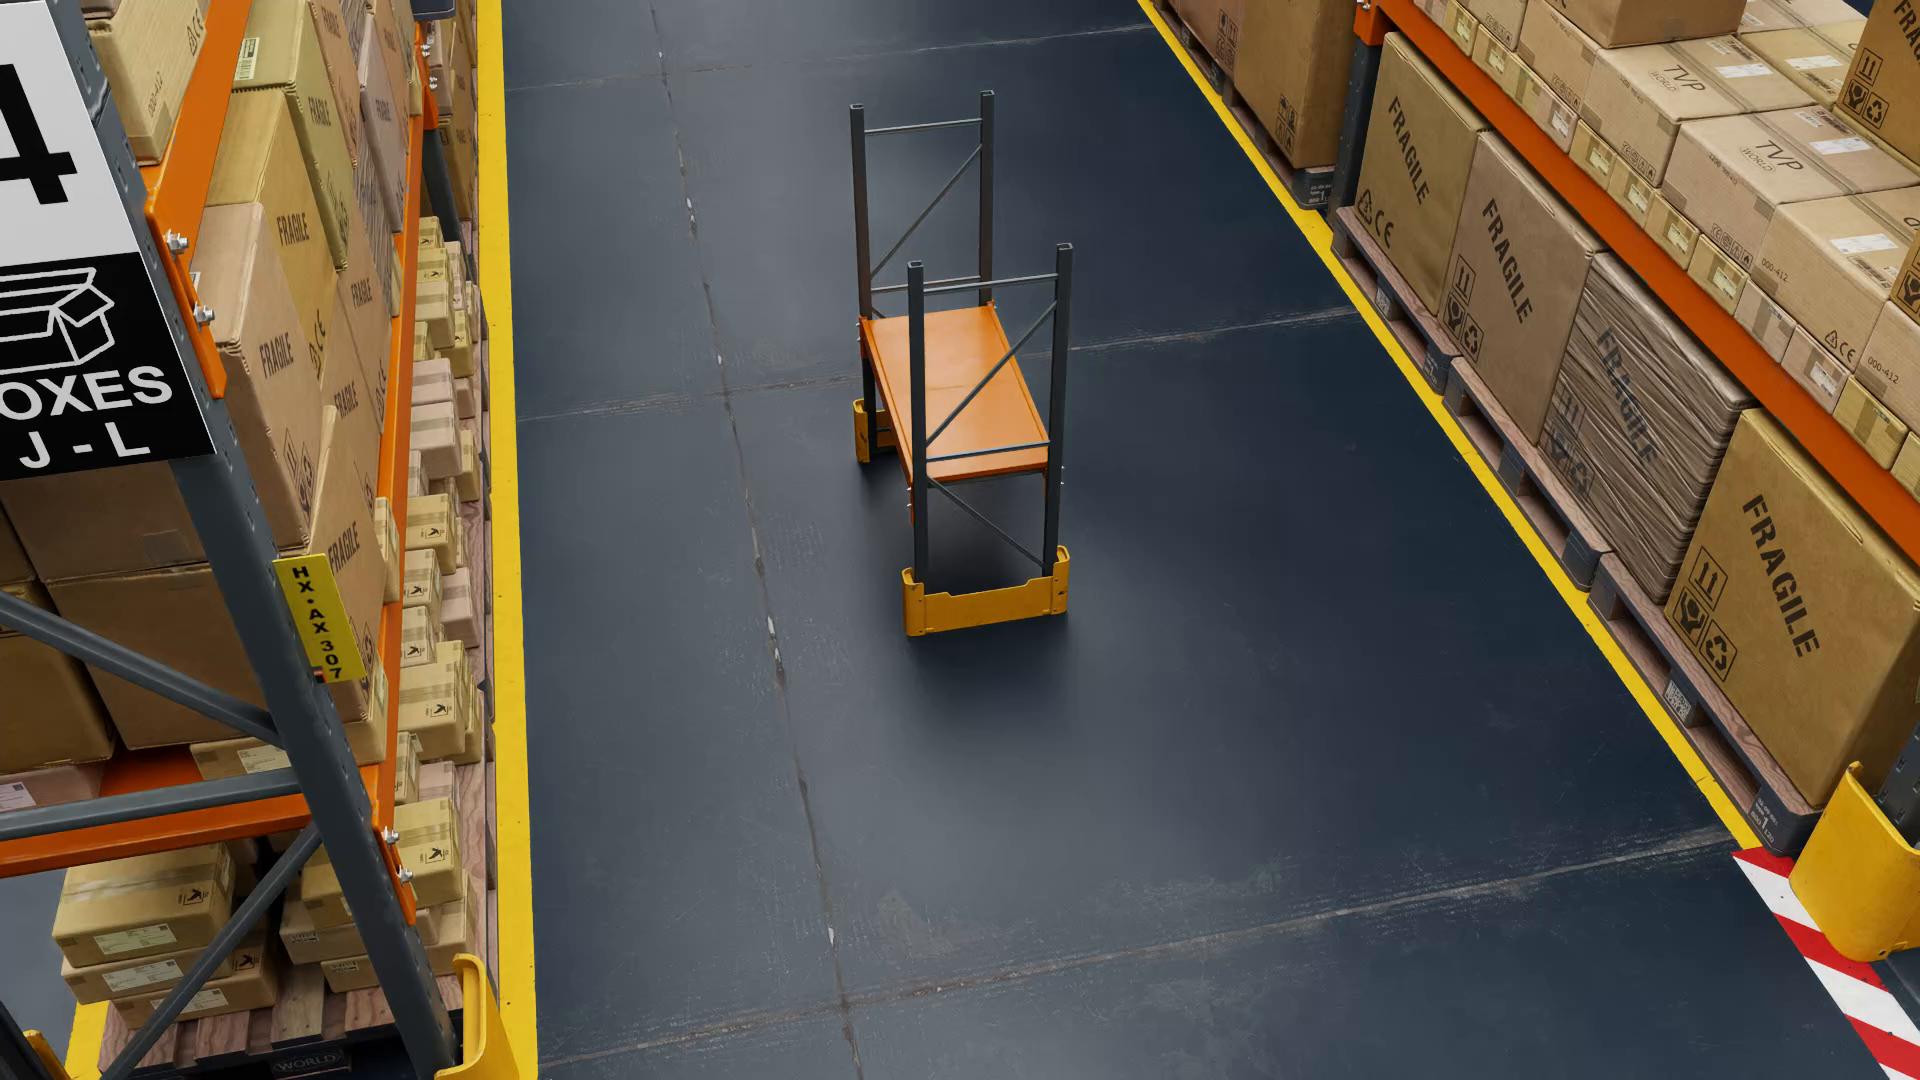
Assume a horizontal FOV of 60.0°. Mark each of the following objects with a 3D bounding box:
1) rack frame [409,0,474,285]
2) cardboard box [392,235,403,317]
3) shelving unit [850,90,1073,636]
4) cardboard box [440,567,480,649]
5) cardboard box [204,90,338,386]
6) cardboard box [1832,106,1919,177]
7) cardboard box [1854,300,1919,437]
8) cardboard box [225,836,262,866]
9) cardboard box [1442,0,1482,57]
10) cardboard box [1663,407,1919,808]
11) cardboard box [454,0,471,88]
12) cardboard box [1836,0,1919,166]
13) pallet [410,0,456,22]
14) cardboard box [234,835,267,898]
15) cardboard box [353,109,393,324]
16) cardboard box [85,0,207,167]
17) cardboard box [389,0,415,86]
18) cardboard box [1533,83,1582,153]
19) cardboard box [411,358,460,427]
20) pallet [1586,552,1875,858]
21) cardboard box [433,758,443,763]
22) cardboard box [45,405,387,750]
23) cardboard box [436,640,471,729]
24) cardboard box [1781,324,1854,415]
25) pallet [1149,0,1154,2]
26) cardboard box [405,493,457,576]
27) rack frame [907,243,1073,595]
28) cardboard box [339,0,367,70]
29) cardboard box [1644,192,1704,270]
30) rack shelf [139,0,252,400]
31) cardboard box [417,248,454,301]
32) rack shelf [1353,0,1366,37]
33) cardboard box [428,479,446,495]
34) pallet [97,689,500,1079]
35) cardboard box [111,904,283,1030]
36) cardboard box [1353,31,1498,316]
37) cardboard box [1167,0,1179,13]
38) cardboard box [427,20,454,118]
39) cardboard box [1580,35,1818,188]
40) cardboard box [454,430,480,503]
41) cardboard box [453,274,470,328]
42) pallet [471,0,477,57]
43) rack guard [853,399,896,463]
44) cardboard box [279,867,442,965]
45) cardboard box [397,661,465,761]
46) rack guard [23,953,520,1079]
[{"bbox_3d":[-2.612,-2.037,6.285,1.000,3.000,0.127,-8,42,-9],"label":"rack frame"},{"bbox_3d":[-1.914,-0.788,5.068,0.380,0.149,0.250,-8,42,-8],"label":"cardboard box"},{"bbox_3d":[-0.016,-0.610,5.808,0.587,1.500,1.083,-8,42,-9],"label":"shelving unit"},{"bbox_3d":[-1.811,0.255,5.535,0.380,0.149,0.250,-10,43,-11],"label":"cardboard box"},{"bbox_3d":[-1.701,-0.622,3.638,0.500,0.500,0.500,-7,42,-8],"label":"cardboard box"},{"bbox_3d":[3.053,-1.156,5.182,0.500,0.250,0.500,-10,43,-11],"label":"cardboard box"},{"bbox_3d":[2.753,-0.420,4.353,0.500,0.250,0.500,-9,42,-10],"label":"cardboard box"},{"bbox_3d":[-2.108,0.765,4.512,0.380,0.149,0.250,-8,42,-8],"label":"cardboard box"},{"bbox_3d":[2.106,-2.008,6.441,0.380,0.149,0.250,-7,42,-8],"label":"cardboard box"},{"bbox_3d":[2.900,0.145,5.111,0.875,0.875,0.875,-8,42,-9],"label":"cardboard box"},{"bbox_3d":[-2.754,-2.456,8.324,0.500,0.500,0.500,-8,42,-9],"label":"cardboard box"},{"bbox_3d":[3.051,-1.434,4.930,0.500,0.500,0.500,-9,42,-10],"label":"cardboard box"},{"bbox_3d":[-2.635,-2.481,6.930,1.003,0.211,1.213,-8,42,-9],"label":"pallet"},{"bbox_3d":[-2.145,0.876,4.611,0.380,0.149,0.250,-9,42,-10],"label":"cardboard box"},{"bbox_3d":[-1.925,-0.915,4.722,0.500,0.500,0.500,-9,42,-10],"label":"cardboard box"},{"bbox_3d":[-1.596,-0.837,2.787,0.500,0.250,0.500,-7,42,-8],"label":"cardboard box"},{"bbox_3d":[-2.232,-1.912,5.845,0.500,0.500,0.500,-8,42,-9],"label":"cardboard box"},{"bbox_3d":[2.272,-1.509,5.879,0.380,0.149,0.250,-8,42,-9],"label":"cardboard box"},{"bbox_3d":[-1.998,-0.495,5.931,0.380,0.149,0.250,-10,43,-11],"label":"cardboard box"},{"bbox_3d":[2.867,0.447,5.588,1.003,0.211,1.213,-8,42,-9],"label":"pallet"},{"bbox_3d":[-1.746,0.762,4.963,0.380,0.149,0.250,-8,42,-9],"label":"cardboard box"},{"bbox_3d":[-1.576,0.077,3.605,0.500,0.500,0.500,-6,42,-7],"label":"cardboard box"},{"bbox_3d":[-1.704,0.464,5.075,0.380,0.149,0.250,-7,42,-8],"label":"cardboard box"},{"bbox_3d":[2.607,-0.511,4.755,0.380,0.149,0.250,-8,42,-9],"label":"cardboard box"},{"bbox_3d":[1.486,-3.710,10.271,1.003,0.211,1.213,-8,42,-9],"label":"pallet"},{"bbox_3d":[-1.833,0.004,5.369,0.380,0.149,0.250,-8,42,-9],"label":"cardboard box"},{"bbox_3d":[0.091,-0.287,5.443,0.500,1.500,0.032,-8,42,-9],"label":"rack frame"},{"bbox_3d":[-2.033,-1.625,4.769,0.500,0.500,0.500,-7,42,-8],"label":"cardboard box"},{"bbox_3d":[2.440,-1.009,5.316,0.380,0.149,0.250,-8,42,-9],"label":"cardboard box"},{"bbox_3d":[-2.180,-1.593,4.068,1.077,0.370,4.000,-8,42,-9],"label":"rack shelf"},{"bbox_3d":[-2.187,-0.997,6.497,0.380,0.149,0.250,-8,42,-9],"label":"cardboard box"},{"bbox_3d":[1.821,-3.709,8.711,1.077,0.370,4.000,-8,42,-9],"label":"rack shelf"},{"bbox_3d":[-2.017,-0.220,5.845,0.380,0.149,0.250,-10,43,-11],"label":"cardboard box"},{"bbox_3d":[-1.906,1.018,4.944,1.003,0.211,1.213,-8,42,-9],"label":"pallet"},{"bbox_3d":[-2.066,1.154,4.522,0.380,0.149,0.250,-8,42,-9],"label":"cardboard box"},{"bbox_3d":[2.317,-1.605,7.083,0.875,0.875,0.875,-8,42,-9],"label":"cardboard box"},{"bbox_3d":[1.703,-3.608,9.339,1.225,0.875,0.875,-8,42,-9],"label":"cardboard box"},{"bbox_3d":[-2.513,-2.056,7.309,0.500,0.250,0.500,-10,43,-11],"label":"cardboard box"},{"bbox_3d":[2.417,-1.416,5.475,0.500,0.250,0.500,-8,42,-9],"label":"cardboard box"},{"bbox_3d":[-1.971,-0.251,6.105,0.380,0.149,0.250,-8,42,-9],"label":"cardboard box"},{"bbox_3d":[-2.163,-0.907,6.619,0.380,0.149,0.250,-10,43,-11],"label":"cardboard box"},{"bbox_3d":[-3.308,-3.080,9.561,1.003,0.211,1.213,-8,42,-9],"label":"pallet"},{"bbox_3d":[-0.124,-0.466,6.586,0.587,0.250,0.087,-8,42,-9],"label":"rack guard"},{"bbox_3d":[-1.611,0.977,4.496,0.380,0.149,0.250,-7,42,-7],"label":"cardboard box"},{"bbox_3d":[-1.636,0.511,4.798,0.380,0.149,0.250,-8,42,-9],"label":"cardboard box"},{"bbox_3d":[-1.765,1.442,4.249,1.175,0.500,0.348,-8,42,-9],"label":"rack guard"}]
